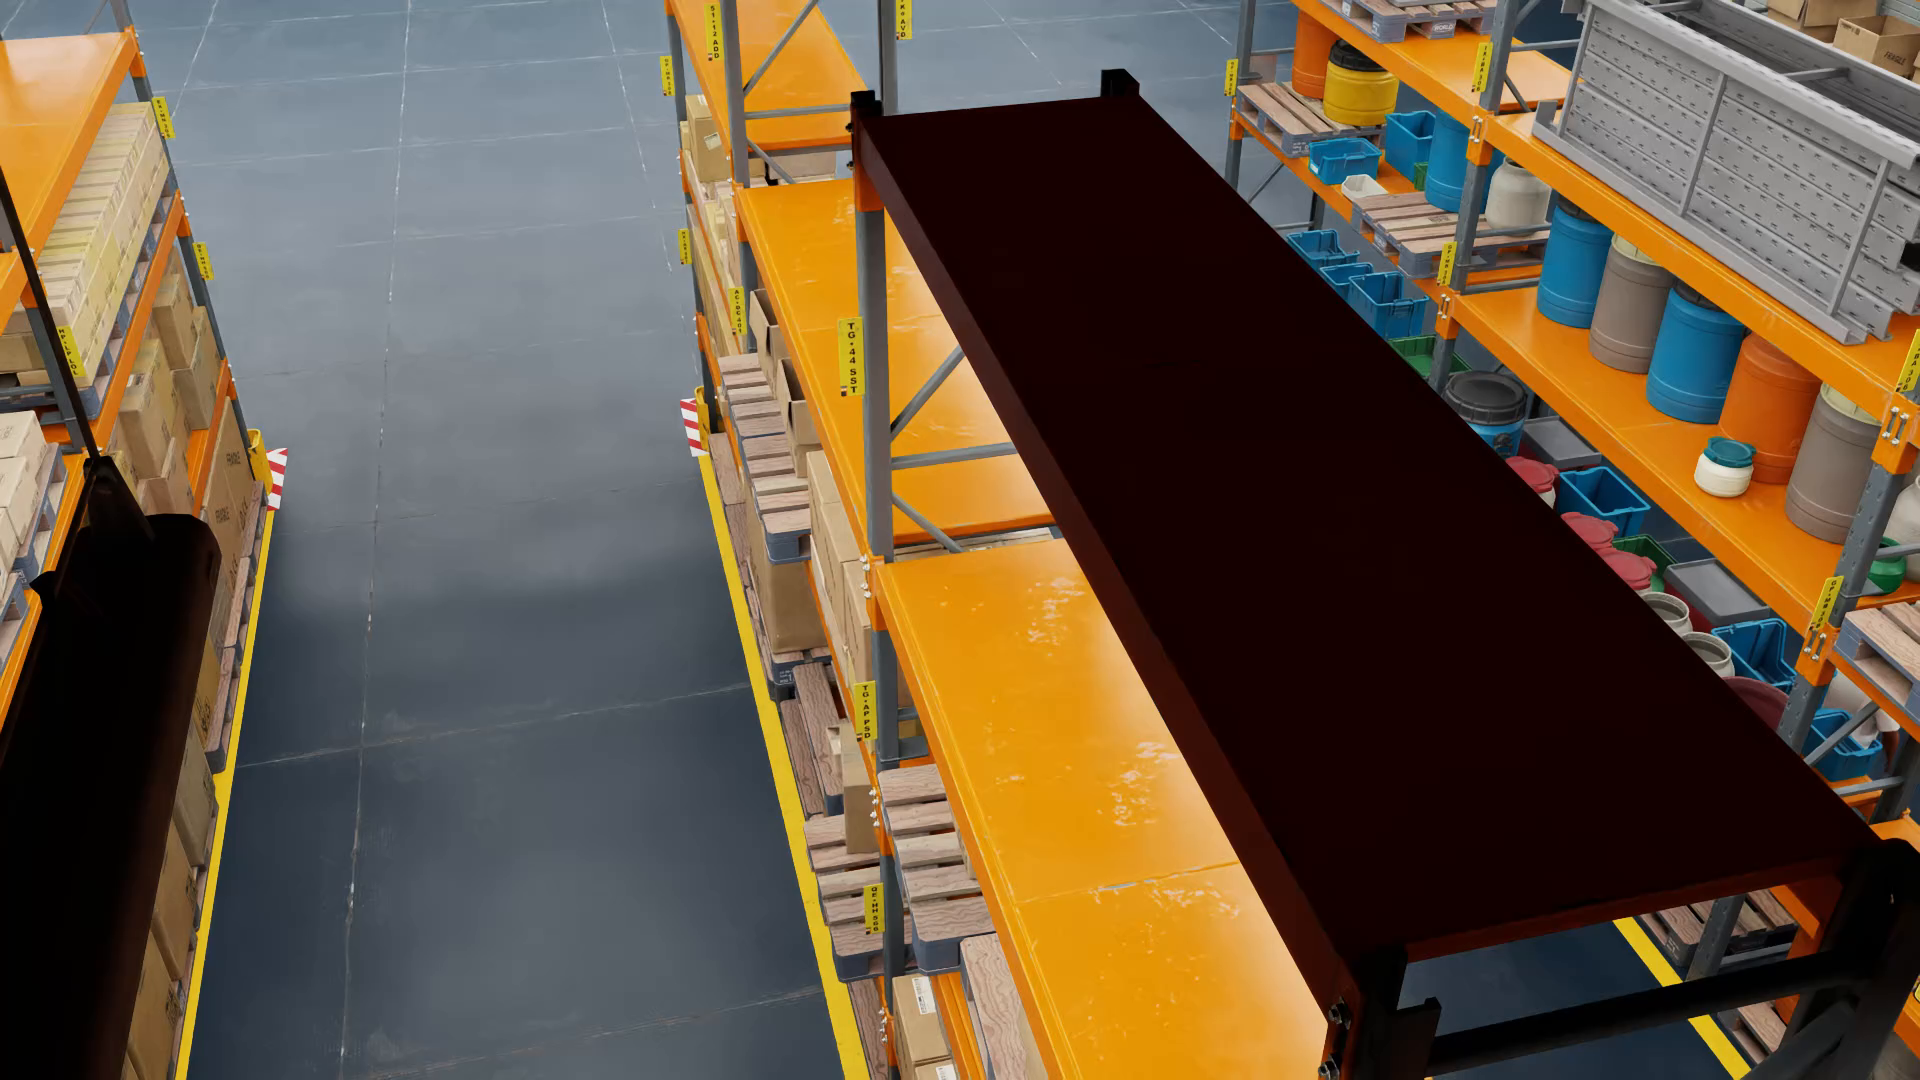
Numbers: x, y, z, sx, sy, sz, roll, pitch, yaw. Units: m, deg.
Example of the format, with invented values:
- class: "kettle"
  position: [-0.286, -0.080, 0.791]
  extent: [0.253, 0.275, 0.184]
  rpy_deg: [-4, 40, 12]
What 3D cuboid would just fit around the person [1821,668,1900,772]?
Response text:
- class: "person"
  position: [5.676, 1.277, 10.694]
  extent: [0.753, 1.755, 0.645]
  rpy_deg: [-22, 40, -29]
